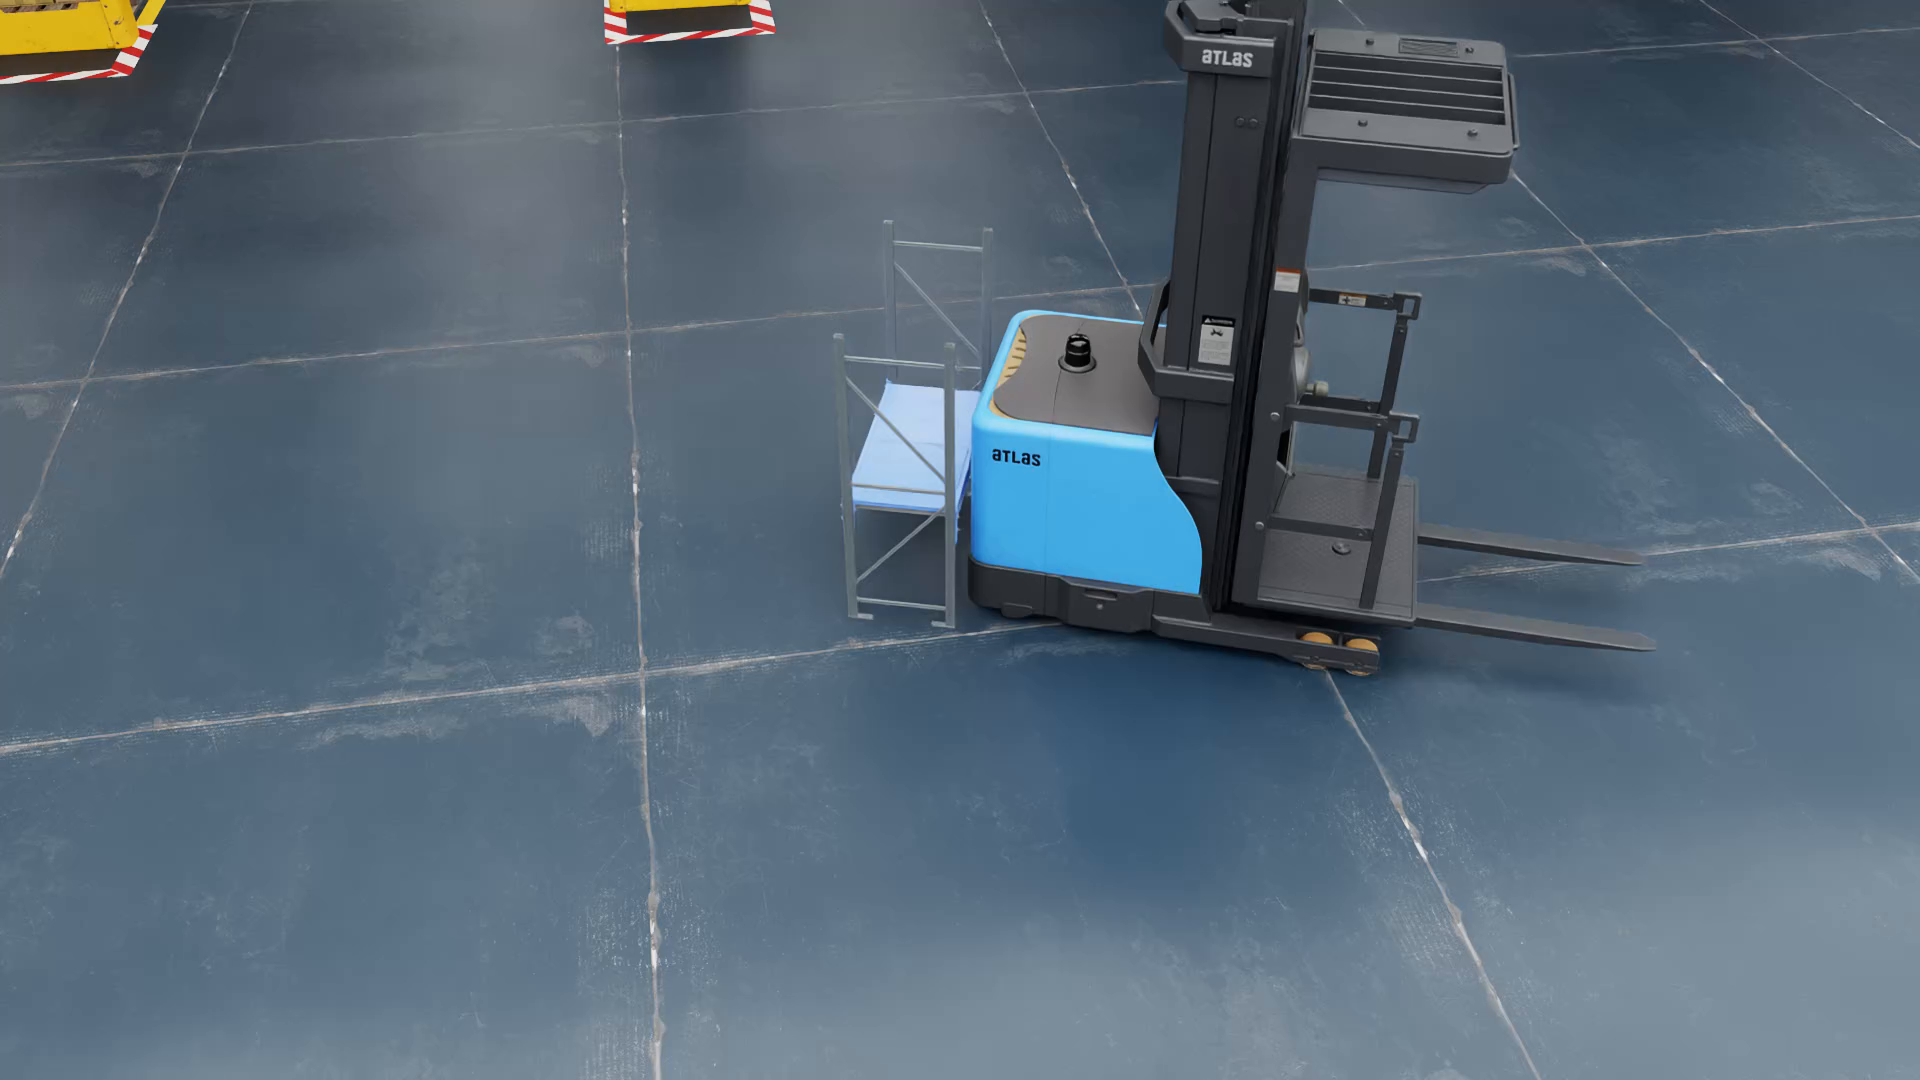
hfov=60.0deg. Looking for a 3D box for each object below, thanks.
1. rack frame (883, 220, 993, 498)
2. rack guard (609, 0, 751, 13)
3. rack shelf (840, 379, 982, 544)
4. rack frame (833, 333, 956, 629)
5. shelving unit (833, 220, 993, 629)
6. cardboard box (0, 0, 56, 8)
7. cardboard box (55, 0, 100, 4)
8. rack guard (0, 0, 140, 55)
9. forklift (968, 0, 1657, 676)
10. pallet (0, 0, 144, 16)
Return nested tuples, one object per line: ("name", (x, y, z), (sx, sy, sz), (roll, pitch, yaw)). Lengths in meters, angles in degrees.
("rack frame", (-0.101, -0.833, 8.000), (0.500, 1.500, 0.032), (6, 38, 7))
("rack guard", (-2.350, -4.725, 13.825), (1.175, 0.500, 0.348), (-6, 38, -8))
("rack shelf", (-0.184, -0.383, 7.714), (0.538, 0.185, 1.000), (6, 38, 7))
("rack frame", (-0.268, -0.218, 7.208), (0.500, 1.500, 0.032), (6, 38, 7))
("shelving unit", (-0.184, -0.525, 7.604), (0.538, 1.500, 1.048), (6, 38, 7))
("cardboard box", (-7.552, -4.513, 13.413), (0.500, 0.250, 0.500), (-6, 38, -8))
("cardboard box", (-7.042, -4.569, 13.485), (0.500, 0.250, 0.500), (-6, 38, -8))
("rack guard", (-7.163, -4.139, 13.071), (1.175, 0.500, 0.348), (-6, 38, -8))
("forklift", (1.608, -0.915, 6.939), (3.031, 2.935, 1.130), (8, 39, 10))
("pallet", (-7.343, -4.497, 13.767), (1.003, 0.211, 1.213), (-6, 38, -8))
